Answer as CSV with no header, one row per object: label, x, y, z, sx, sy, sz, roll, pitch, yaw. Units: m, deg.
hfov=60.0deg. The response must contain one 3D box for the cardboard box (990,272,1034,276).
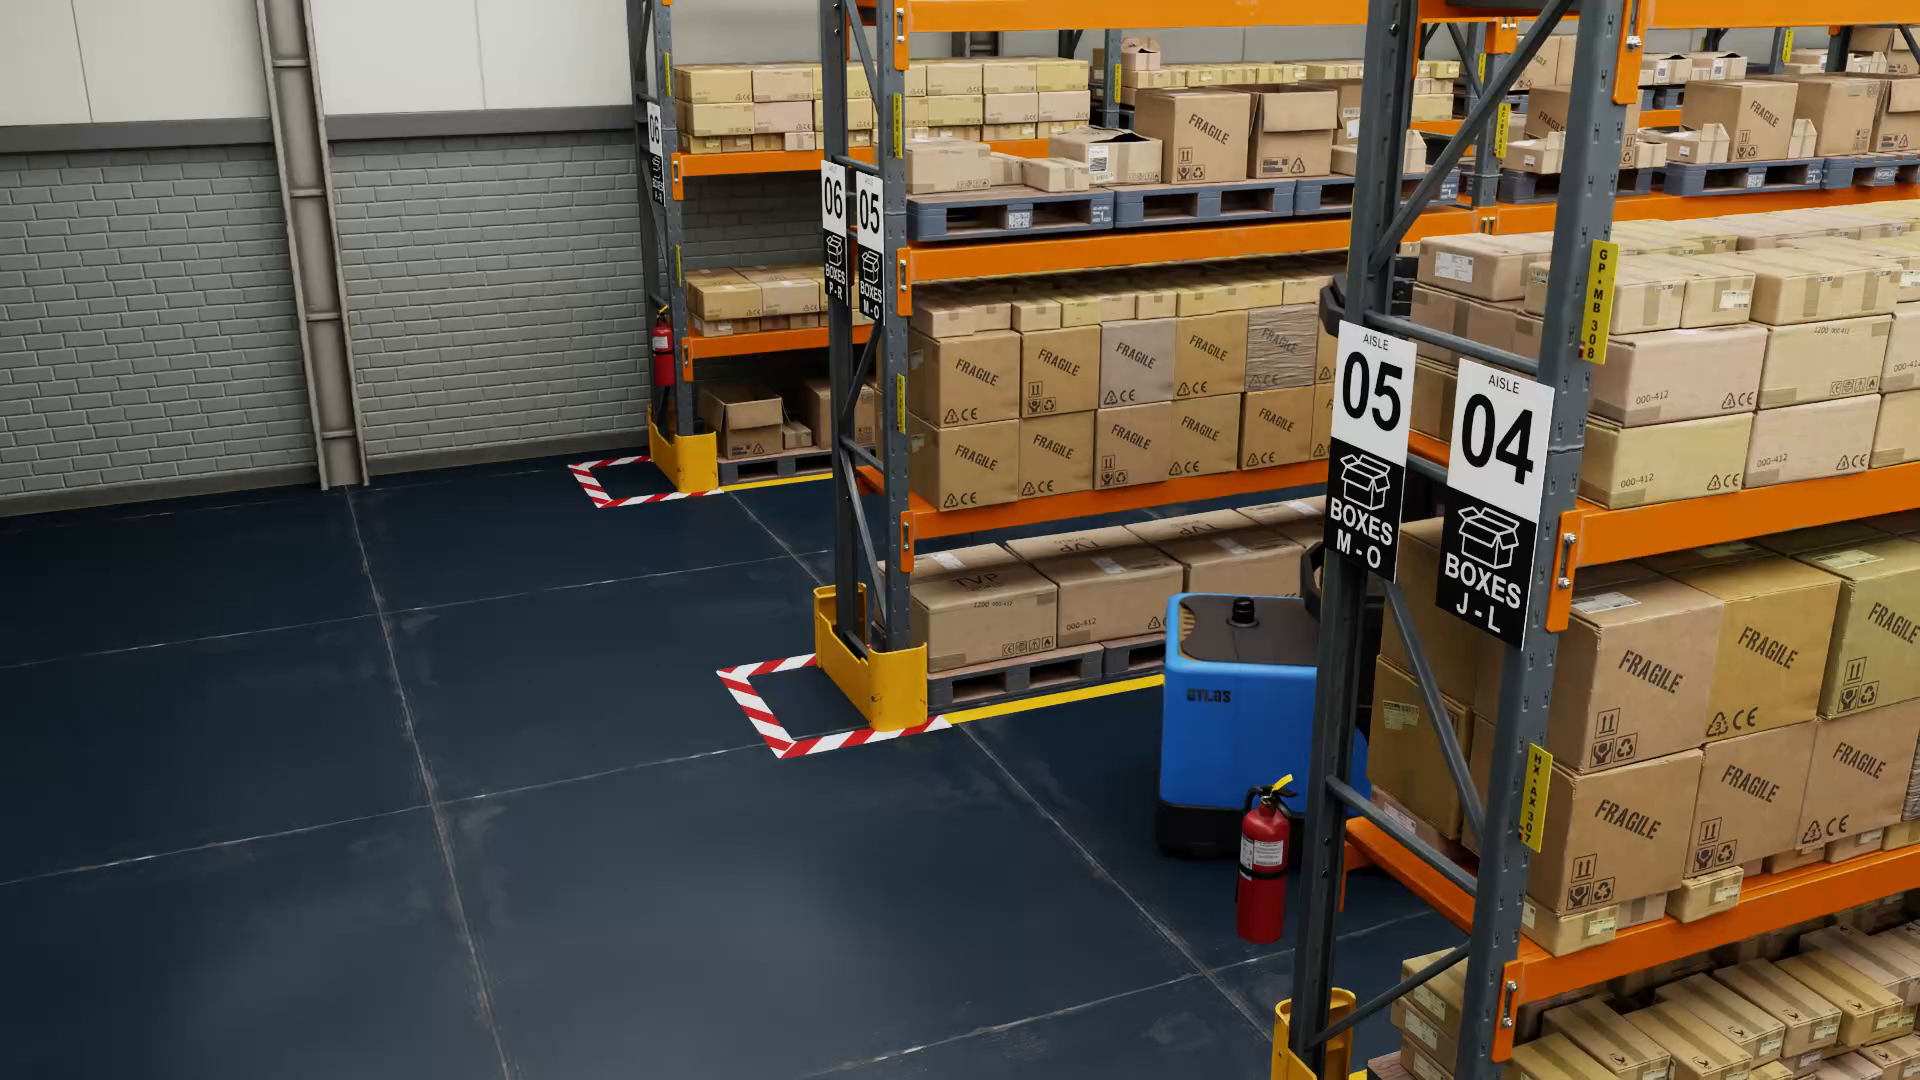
cardboard box,0.336,-2.376,15.031,0.500,0.250,0.500,-8,21,-22

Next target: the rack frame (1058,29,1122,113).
rack frame,1.162,-5.348,14.660,0.127,3.000,1.000,-8,21,-22

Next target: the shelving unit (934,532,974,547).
shelving unit,-0.049,-0.488,12.828,0.252,1.050,0.215,-8,21,-22

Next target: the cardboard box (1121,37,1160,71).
cardboard box,1.576,-4.328,14.806,0.258,0.266,0.396,-8,21,-22

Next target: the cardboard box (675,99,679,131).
cardboard box,-2.211,-3.618,14.041,0.500,0.250,0.500,-9,21,-23

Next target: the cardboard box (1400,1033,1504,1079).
cardboard box,1.913,2.031,6.396,0.250,0.149,0.380,-8,21,-21

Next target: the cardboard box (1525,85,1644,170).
cardboard box,4.055,-2.692,10.853,0.500,0.500,0.500,-9,21,-23

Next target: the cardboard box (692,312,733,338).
cardboard box,-2.101,-1.833,14.089,0.250,0.149,0.380,-8,21,-22

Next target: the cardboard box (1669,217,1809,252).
cardboard box,2.658,-1.003,5.710,0.250,0.149,0.380,-9,21,-23

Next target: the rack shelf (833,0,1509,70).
rack shelf,1.295,-3.043,9.801,4.000,0.370,1.077,-8,21,-22

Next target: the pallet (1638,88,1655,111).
pallet,6.448,-4.634,17.436,1.213,0.211,1.003,-7,21,-19

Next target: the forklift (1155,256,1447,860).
forklift,2.552,0.128,8.246,3.031,2.935,1.130,2,20,7

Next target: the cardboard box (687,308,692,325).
cardboard box,-2.313,-1.999,14.560,0.250,0.149,0.380,-8,21,-23

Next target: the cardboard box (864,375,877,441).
cardboard box,-0.587,-1.202,15.051,0.500,0.500,0.500,-8,21,-21

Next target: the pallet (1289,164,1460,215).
pallet,2.376,-2.273,10.579,1.213,0.211,1.003,-8,21,-22

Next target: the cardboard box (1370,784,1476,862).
cardboard box,1.699,1.007,6.023,0.250,0.149,0.380,-8,21,-22

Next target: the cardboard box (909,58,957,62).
cardboard box,-0.341,-4.120,14.715,0.500,0.250,0.500,-8,21,-23

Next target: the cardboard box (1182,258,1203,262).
cardboard box,2.170,-2.827,15.751,0.500,0.500,0.700,-8,21,-21

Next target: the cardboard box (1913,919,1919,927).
cardboard box,4.035,1.638,6.617,0.250,0.149,0.380,-9,21,-25

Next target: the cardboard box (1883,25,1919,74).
cardboard box,10.890,-5.567,18.866,0.500,0.500,0.700,-8,21,-22

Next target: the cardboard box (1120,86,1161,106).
cardboard box,1.593,-3.978,14.881,0.250,0.149,0.380,-8,21,-21

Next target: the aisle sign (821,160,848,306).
aisle sign,-0.731,-1.790,9.674,0.004,0.787,0.394,-8,21,-22

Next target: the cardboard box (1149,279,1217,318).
cardboard box,1.335,-1.457,10.010,0.250,0.149,0.380,-9,21,-23

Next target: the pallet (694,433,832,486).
pallet,-1.710,-0.791,14.952,1.213,0.211,1.003,-8,21,-22

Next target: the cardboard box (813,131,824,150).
cardboard box,-1.147,-3.368,13.933,0.250,0.149,0.380,-8,21,-22

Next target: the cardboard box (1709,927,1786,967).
cardboard box,3.112,1.581,6.781,0.250,0.149,0.380,-9,21,-24

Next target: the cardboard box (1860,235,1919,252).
cardboard box,3.117,-0.869,5.328,0.250,0.149,0.380,-7,21,-20

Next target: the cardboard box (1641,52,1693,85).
cardboard box,7.234,-4.918,17.308,0.500,0.311,0.500,-9,21,-24

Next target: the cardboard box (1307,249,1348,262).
cardboard box,2.510,-1.828,11.066,0.250,0.149,0.380,-8,21,-21

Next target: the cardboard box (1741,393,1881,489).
cardboard box,2.511,-0.375,5.281,0.500,0.250,0.500,-7,21,-20

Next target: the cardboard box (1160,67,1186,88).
cardboard box,1.826,-4.162,14.957,0.250,0.149,0.380,-8,21,-21

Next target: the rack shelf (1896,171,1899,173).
rack shelf,8.640,-2.870,13.222,4.000,0.370,1.077,-8,21,-22

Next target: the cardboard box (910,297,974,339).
cardboard box,-0.106,-1.266,9.467,0.250,0.149,0.380,-8,21,-21

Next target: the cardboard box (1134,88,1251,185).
cardboard box,1.369,-2.405,9.887,0.500,0.500,0.500,-8,21,-21

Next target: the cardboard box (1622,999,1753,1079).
cardboard box,2.615,1.851,6.012,0.250,0.149,0.380,-8,21,-22

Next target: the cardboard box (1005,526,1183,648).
cardboard box,0.862,0.292,10.903,0.875,0.438,0.875,-8,21,-20

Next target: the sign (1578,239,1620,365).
sign,1.727,-0.644,4.502,0.005,0.325,0.100,-8,21,-22

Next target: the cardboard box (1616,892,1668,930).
cardboard box,2.156,1.147,5.625,0.250,0.149,0.380,-7,21,-20

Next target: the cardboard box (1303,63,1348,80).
cardboard box,3.445,-4.410,15.693,0.250,0.149,0.380,-8,21,-22

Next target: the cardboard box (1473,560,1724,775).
cardboard box,2.029,0.381,5.321,0.500,0.500,0.500,-8,21,-22

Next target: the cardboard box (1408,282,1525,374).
cardboard box,1.834,-0.700,5.451,0.500,0.250,0.500,-9,21,-24

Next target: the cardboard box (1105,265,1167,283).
cardboard box,1.107,-1.625,10.488,0.250,0.149,0.380,-7,21,-20

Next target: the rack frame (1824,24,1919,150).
rack frame,6.804,-4.361,11.857,0.127,3.000,1.000,-8,21,-22

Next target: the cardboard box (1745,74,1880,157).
cardboard box,5.970,-3.003,11.734,0.500,0.500,0.700,-9,21,-25

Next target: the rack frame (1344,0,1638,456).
rack frame,1.512,-1.812,4.619,0.127,3.000,1.000,-8,21,-22

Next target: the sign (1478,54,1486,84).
sign,5.047,-4.537,16.096,0.005,0.325,0.100,-8,21,-22

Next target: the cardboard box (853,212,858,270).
cardboard box,-0.611,-2.590,14.510,0.500,0.500,0.500,-8,21,-21

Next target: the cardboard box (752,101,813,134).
cardboard box,-1.537,-3.524,13.776,0.500,0.250,0.500,-8,21,-21

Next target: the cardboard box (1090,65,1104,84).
cardboard box,1.391,-4.275,15.277,0.250,0.149,0.380,-8,21,-23

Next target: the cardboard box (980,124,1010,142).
cardboard box,0.245,-3.582,14.541,0.250,0.149,0.380,-8,21,-22

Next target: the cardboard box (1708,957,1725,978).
cardboard box,3.073,1.699,6.894,0.250,0.149,0.380,-7,21,-19

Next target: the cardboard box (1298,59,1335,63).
cardboard box,3.454,-4.615,16.275,0.250,0.149,0.380,-8,21,-22

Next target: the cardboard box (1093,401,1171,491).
cardboard box,0.940,-0.638,10.166,0.500,0.500,0.500,-8,21,-22

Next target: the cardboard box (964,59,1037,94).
cardboard box,0.331,-4.029,14.457,0.500,0.250,0.500,-9,21,-23

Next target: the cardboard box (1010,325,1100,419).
cardboard box,0.484,-1.044,9.814,0.500,0.500,0.500,-9,21,-23

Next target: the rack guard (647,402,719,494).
rack guard,-2.441,-0.823,14.606,0.348,0.500,1.175,-8,21,-22

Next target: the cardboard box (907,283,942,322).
cardboard box,-0.291,-1.412,9.882,0.250,0.149,0.380,-8,21,-21

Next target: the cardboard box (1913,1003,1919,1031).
cardboard box,3.789,1.788,6.640,0.250,0.149,0.380,-9,21,-24
